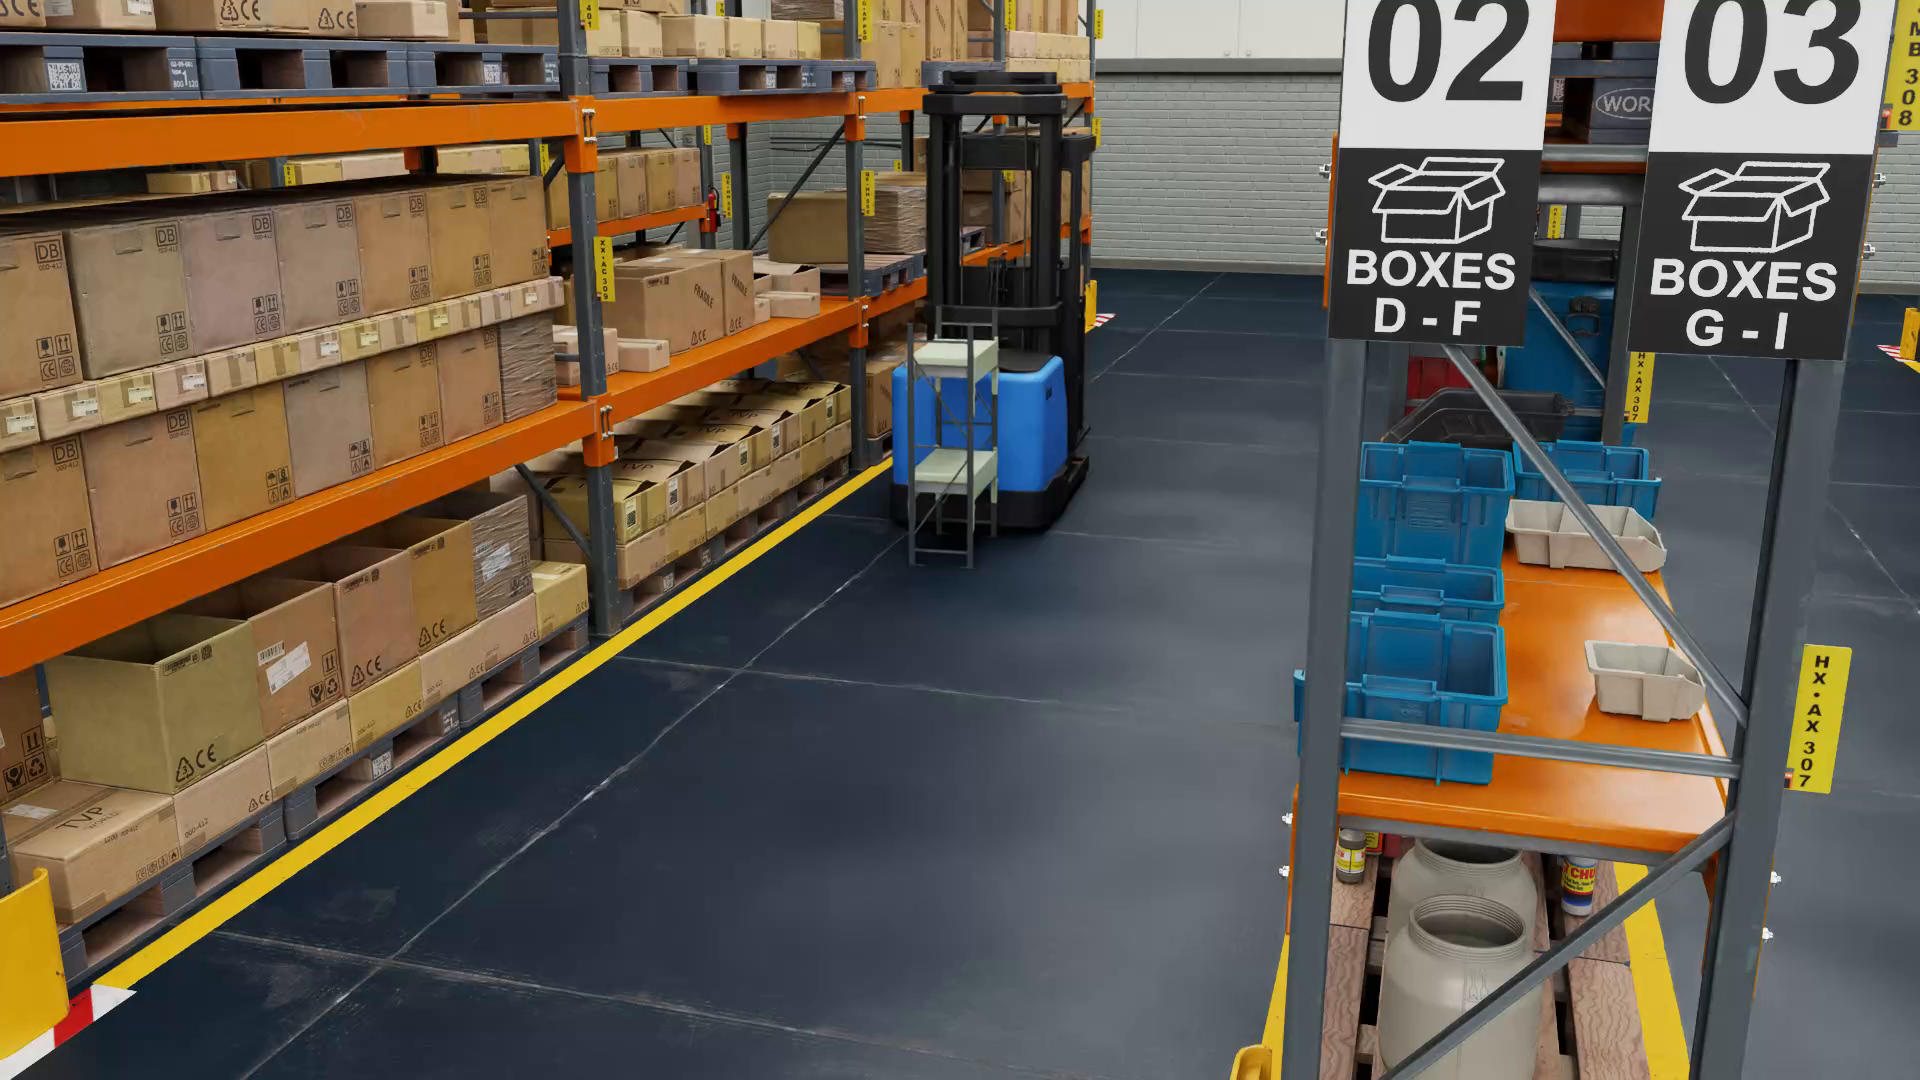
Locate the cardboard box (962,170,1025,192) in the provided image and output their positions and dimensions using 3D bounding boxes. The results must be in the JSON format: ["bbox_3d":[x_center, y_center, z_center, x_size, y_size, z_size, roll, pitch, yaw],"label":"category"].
[{"bbox_3d":[0.336,-3.689,16.322,0.500,0.500,0.500,5,17,17],"label":"cardboard box"}]

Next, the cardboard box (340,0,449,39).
[{"bbox_3d":[-2.422,-2.220,7.097,0.380,0.149,0.250,5,16,16],"label":"cardboard box"}]

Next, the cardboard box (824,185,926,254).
[{"bbox_3d":[-0.691,-2.660,13.757,0.700,0.500,0.500,8,18,26],"label":"cardboard box"}]

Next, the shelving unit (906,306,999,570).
[{"bbox_3d":[-0.037,-0.650,10.372,0.431,1.500,0.755,3,16,12],"label":"shelving unit"}]

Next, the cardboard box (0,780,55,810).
[{"bbox_3d":[-3.609,1.039,5.939,0.500,0.250,0.500,5,16,16],"label":"cardboard box"}]

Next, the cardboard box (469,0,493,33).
[{"bbox_3d":[-4.843,-5.624,17.611,0.500,0.500,0.500,4,16,15],"label":"cardboard box"}]

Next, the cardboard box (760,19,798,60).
[{"bbox_3d":[-1.411,-3.323,11.057,0.500,0.250,0.500,5,17,17],"label":"cardboard box"}]

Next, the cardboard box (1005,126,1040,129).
[{"bbox_3d":[0.690,-4.538,19.317,0.500,0.500,0.500,5,17,18],"label":"cardboard box"}]

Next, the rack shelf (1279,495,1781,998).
[{"bbox_3d":[1.839,0.289,5.631,1.077,0.370,4.000,5,16,16],"label":"rack shelf"}]

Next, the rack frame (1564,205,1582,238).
[{"bbox_3d":[3.544,-1.627,11.067,1.000,3.000,0.127,5,16,16],"label":"rack frame"}]

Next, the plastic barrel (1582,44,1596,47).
[{"bbox_3d":[1.472,-1.577,4.282,0.600,0.588,0.600,0,16,0],"label":"plastic barrel"}]

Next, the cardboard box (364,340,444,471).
[{"bbox_3d":[-2.751,-0.627,7.361,0.700,0.500,0.500,5,17,17],"label":"cardboard box"}]

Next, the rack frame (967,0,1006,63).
[{"bbox_3d":[-0.068,-5.944,15.296,1.000,3.000,0.127,5,16,16],"label":"rack frame"}]

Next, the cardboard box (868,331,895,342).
[{"bbox_3d":[-0.873,-1.557,14.596,0.500,0.500,0.500,4,16,14],"label":"cardboard box"}]

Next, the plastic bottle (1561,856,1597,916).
[{"bbox_3d":[2.084,1.117,5.588,0.097,0.271,0.097,0,16,0],"label":"plastic bottle"}]

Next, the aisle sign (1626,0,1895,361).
[{"bbox_3d":[1.531,-0.743,3.187,0.394,0.787,0.004,5,16,16],"label":"aisle sign"}]

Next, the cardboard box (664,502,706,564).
[{"bbox_3d":[-1.842,-0.064,9.829,0.500,0.250,0.500,5,17,17],"label":"cardboard box"}]

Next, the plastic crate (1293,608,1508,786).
[{"bbox_3d":[1.126,0.384,4.252,0.499,0.251,0.616,5,16,16],"label":"plastic crate"}]

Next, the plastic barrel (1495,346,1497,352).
[{"bbox_3d":[3.336,-1.285,9.656,0.421,0.512,0.421,0,16,0],"label":"plastic barrel"}]

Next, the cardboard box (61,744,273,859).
[{"bbox_3d":[-2.974,0.948,6.260,0.500,0.250,0.500,5,16,16],"label":"cardboard box"}]

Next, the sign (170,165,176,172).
[{"bbox_3d":[-6.488,-2.994,13.767,0.100,0.325,0.005,5,16,16],"label":"sign"}]

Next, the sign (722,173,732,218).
[{"bbox_3d":[-1.727,-2.570,12.418,0.100,0.325,0.005,5,16,16],"label":"sign"}]

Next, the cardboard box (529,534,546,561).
[{"bbox_3d":[-2.501,0.025,9.515,0.500,0.250,0.500,4,16,15],"label":"cardboard box"}]

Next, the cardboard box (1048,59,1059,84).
[{"bbox_3d":[0.736,-4.929,17.490,0.500,0.250,0.500,5,16,16],"label":"cardboard box"}]

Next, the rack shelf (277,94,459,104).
[{"bbox_3d":[-5.387,-4.015,15.310,1.077,0.370,4.000,5,16,16],"label":"rack shelf"}]

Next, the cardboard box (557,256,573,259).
[{"bbox_3d":[-4.444,-3.191,19.206,0.380,0.149,0.250,5,17,16],"label":"cardboard box"}]

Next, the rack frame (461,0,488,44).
[{"bbox_3d":[-4.818,-6.328,16.647,1.000,3.000,0.127,5,16,16],"label":"rack frame"}]

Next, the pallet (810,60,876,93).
[{"bbox_3d":[-1.312,-3.180,11.391,1.213,0.211,1.003,5,17,18],"label":"pallet"}]

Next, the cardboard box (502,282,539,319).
[{"bbox_3d":[-2.285,-1.173,8.096,0.380,0.149,0.250,4,16,15],"label":"cardboard box"}]

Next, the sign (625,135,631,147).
[{"bbox_3d":[-4.212,-4.987,21.183,0.100,0.325,0.005,5,16,16],"label":"sign"}]

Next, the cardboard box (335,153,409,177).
[{"bbox_3d":[-5.288,-3.327,14.923,0.500,0.250,0.500,5,17,16],"label":"cardboard box"}]

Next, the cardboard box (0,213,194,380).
[{"bbox_3d":[-3.174,-0.864,5.818,0.700,0.500,0.500,4,16,14],"label":"cardboard box"}]

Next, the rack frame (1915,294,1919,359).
[{"bbox_3d":[10.566,-3.336,17.092,1.000,3.000,0.127,5,16,16],"label":"rack frame"}]

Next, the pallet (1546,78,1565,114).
[{"bbox_3d":[2.296,-1.736,6.302,1.213,0.211,1.003,5,16,16],"label":"pallet"}]

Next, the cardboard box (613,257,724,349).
[{"bbox_3d":[-1.815,-1.482,10.374,0.500,0.500,0.500,5,16,16],"label":"cardboard box"}]

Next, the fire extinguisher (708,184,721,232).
[{"bbox_3d":[-3.196,-4.275,21.229,0.296,0.674,0.183,5,16,16],"label":"fire extinguisher"}]

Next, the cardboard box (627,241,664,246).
[{"bbox_3d":[-3.941,-3.657,20.847,0.380,0.149,0.250,5,17,16],"label":"cardboard box"}]

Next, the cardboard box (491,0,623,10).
[{"bbox_3d":[-2.128,-3.057,8.745,0.500,0.500,0.500,5,17,17],"label":"cardboard box"}]

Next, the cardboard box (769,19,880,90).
[{"bbox_3d":[-1.113,-3.620,12.414,0.910,0.500,0.500,5,16,16],"label":"cardboard box"}]

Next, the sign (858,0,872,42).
[{"bbox_3d":[-0.675,-3.696,11.775,0.100,0.325,0.005,5,16,16],"label":"sign"}]

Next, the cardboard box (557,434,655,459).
[{"bbox_3d":[-2.215,-0.509,10.370,0.500,0.311,0.500,5,16,16],"label":"cardboard box"}]

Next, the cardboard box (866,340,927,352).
[{"bbox_3d":[-0.510,-1.386,13.994,0.500,0.500,0.500,4,16,15],"label":"cardboard box"}]

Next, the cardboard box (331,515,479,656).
[{"bbox_3d":[-2.555,0.194,7.543,0.500,0.500,0.500,5,16,16],"label":"cardboard box"}]

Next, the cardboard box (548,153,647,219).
[{"bbox_3d":[-4.238,-4.108,19.266,0.980,0.700,0.700,4,16,13],"label":"cardboard box"}]

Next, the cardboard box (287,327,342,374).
[{"bbox_3d":[-2.722,-0.767,6.664,0.380,0.149,0.250,5,17,16],"label":"cardboard box"}]

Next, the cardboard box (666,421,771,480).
[{"bbox_3d":[-1.549,-0.605,10.708,0.500,0.311,0.500,5,17,17],"label":"cardboard box"}]

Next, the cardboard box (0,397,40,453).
[{"bbox_3d":[-3.160,-0.365,5.247,0.380,0.149,0.250,5,16,15],"label":"cardboard box"}]

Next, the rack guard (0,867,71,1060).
[{"bbox_3d":[-3.485,1.290,5.365,1.175,0.500,0.348,5,16,16],"label":"rack guard"}]

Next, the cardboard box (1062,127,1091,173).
[{"bbox_3d":[1.206,-4.496,19.168,0.500,0.500,0.500,4,16,15],"label":"cardboard box"}]

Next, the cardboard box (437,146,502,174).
[{"bbox_3d":[-4.860,-3.728,16.336,0.500,0.250,0.500,5,17,17],"label":"cardboard box"}]

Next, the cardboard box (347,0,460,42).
[{"bbox_3d":[-2.737,-2.614,7.844,0.500,0.500,0.500,6,17,20],"label":"cardboard box"}]

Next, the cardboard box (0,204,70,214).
[{"bbox_3d":[-6.591,-2.059,11.602,0.700,0.500,0.500,7,17,24],"label":"cardboard box"}]

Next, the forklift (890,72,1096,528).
[{"bbox_3d":[0.358,-1.849,11.976,1.130,2.935,3.031,3,16,12],"label":"forklift"}]

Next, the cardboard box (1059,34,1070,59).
[{"bbox_3d":[0.880,-5.301,17.882,0.500,0.250,0.500,5,16,16],"label":"cardboard box"}]

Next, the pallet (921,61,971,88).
[{"bbox_3d":[-0.612,-3.974,14.191,1.213,0.211,1.003,5,16,16],"label":"pallet"}]

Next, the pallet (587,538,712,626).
[{"bbox_3d":[-2.169,0.180,9.806,1.003,0.211,1.213,5,16,16],"label":"pallet"}]
